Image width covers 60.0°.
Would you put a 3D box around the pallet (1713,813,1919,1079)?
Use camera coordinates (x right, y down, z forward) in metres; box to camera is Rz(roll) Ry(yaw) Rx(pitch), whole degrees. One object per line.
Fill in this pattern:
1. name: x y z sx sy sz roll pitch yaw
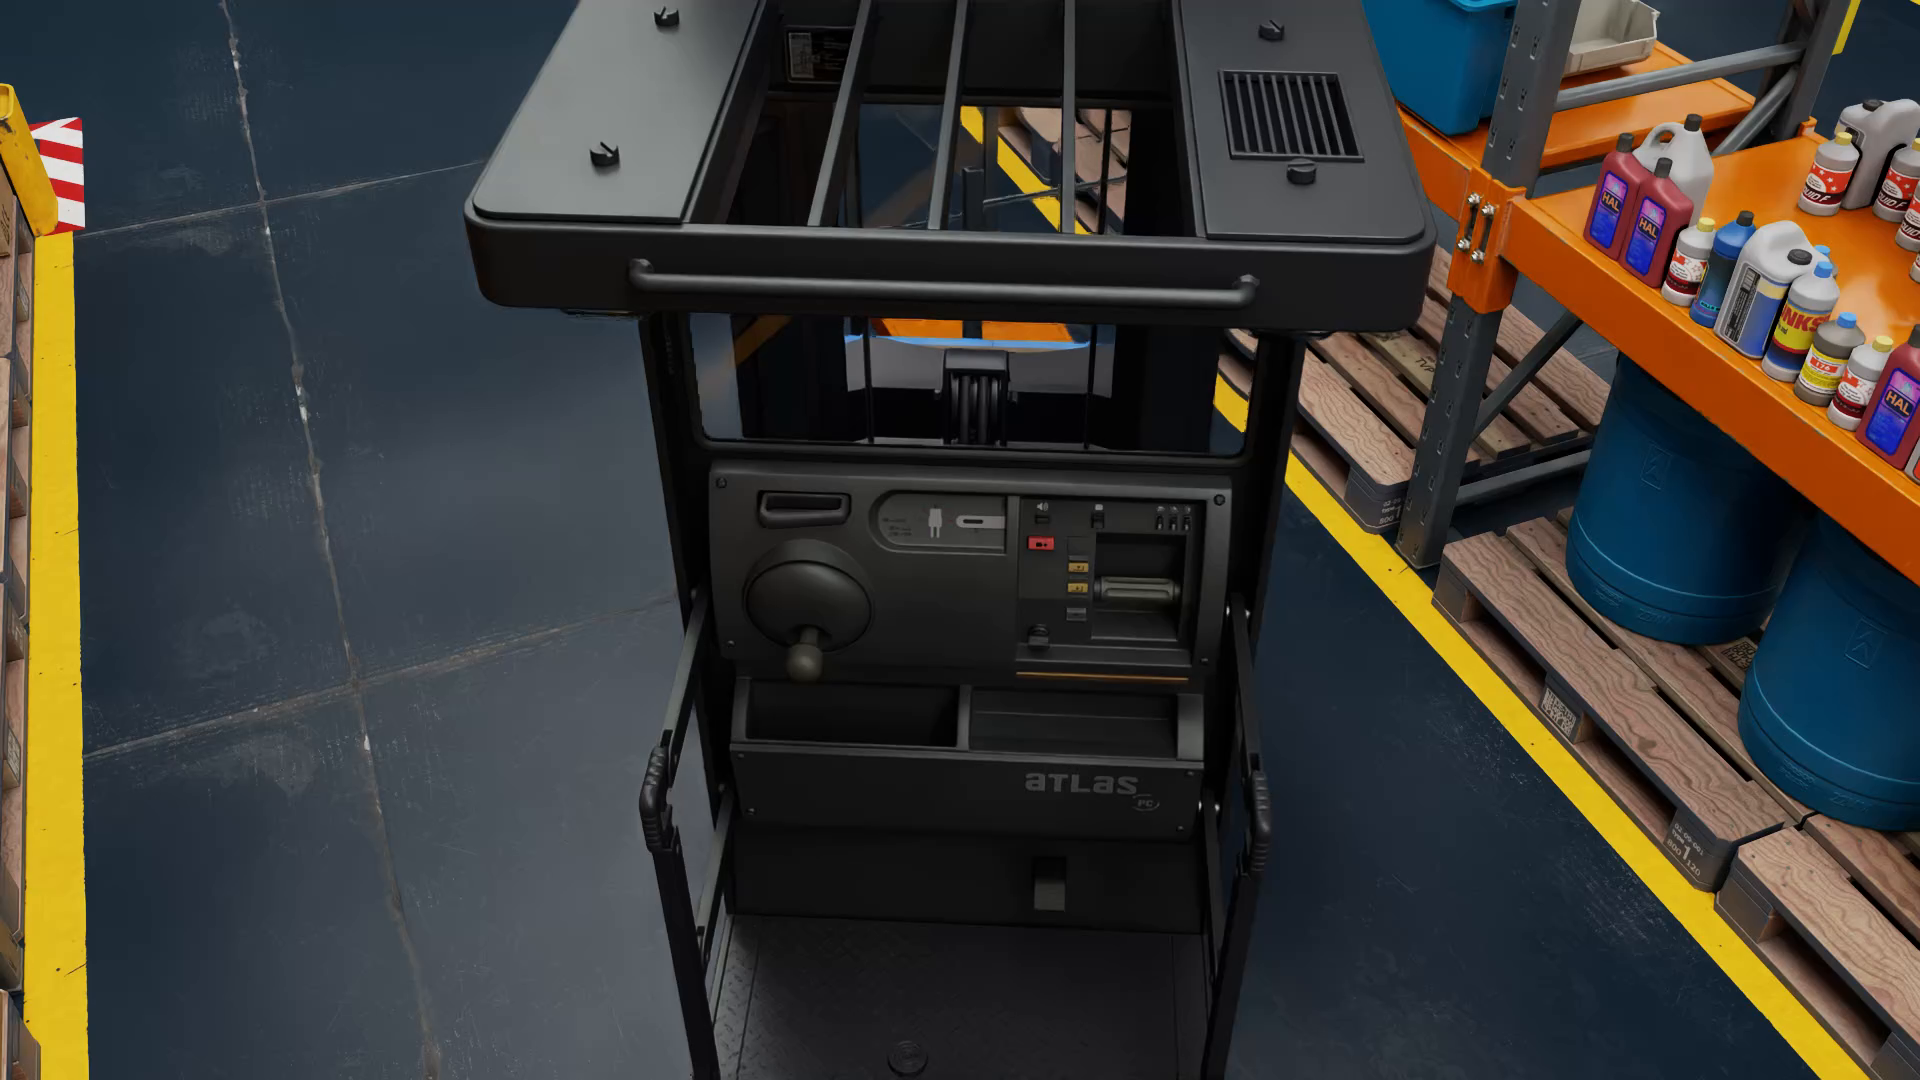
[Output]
1. pallet: 2.574 1.070 3.844 1.003 0.211 1.213 -15 43 -17

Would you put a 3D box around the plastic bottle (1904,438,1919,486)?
1. plastic bottle: 2.026 -0.220 3.301 0.152 0.276 0.135 -15 43 -17

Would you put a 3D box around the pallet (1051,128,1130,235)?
1. pallet: 1.058 -1.311 6.613 1.003 0.211 1.213 -15 43 -17

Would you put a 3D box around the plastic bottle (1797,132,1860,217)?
1. plastic bottle: 2.188 -0.925 4.177 0.097 0.201 0.097 0 41 0

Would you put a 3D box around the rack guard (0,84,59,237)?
1. rack guard: -4.233 -1.382 6.473 1.175 0.500 0.348 -15 43 -17

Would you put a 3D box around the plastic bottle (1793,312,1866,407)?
1. plastic bottle: 1.868 -0.394 3.560 0.097 0.201 0.097 0 41 0

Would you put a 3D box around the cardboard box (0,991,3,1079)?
1. cardboard box: -2.278 1.041 3.318 0.500 0.500 0.500 -15 43 -17

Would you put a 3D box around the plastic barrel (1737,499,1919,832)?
1. plastic barrel: 2.310 0.196 4.009 0.600 0.901 0.708 -15 43 -17

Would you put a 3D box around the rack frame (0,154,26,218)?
1. rack frame: -4.262 -2.375 5.711 1.000 3.000 0.127 -15 43 -17

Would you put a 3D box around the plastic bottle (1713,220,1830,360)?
1. plastic bottle: 1.811 -0.558 3.693 0.152 0.276 0.135 -15 43 -17

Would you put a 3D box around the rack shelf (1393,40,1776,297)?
1. rack shelf: 1.081 -2.131 5.979 1.077 0.370 4.000 -15 43 -17

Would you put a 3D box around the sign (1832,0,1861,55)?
1. sign: 2.355 -1.440 4.412 0.100 0.325 0.005 -15 43 -17

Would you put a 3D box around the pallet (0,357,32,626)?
1. pallet: -3.464 -0.058 5.156 1.003 0.211 1.213 -15 43 -17

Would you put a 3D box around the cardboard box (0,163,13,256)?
1. cardboard box: -3.826 -1.328 6.073 0.500 0.500 0.500 -15 43 -17

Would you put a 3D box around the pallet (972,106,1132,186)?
1. pallet: 0.595 -2.045 7.466 1.003 0.211 1.213 -15 43 -17

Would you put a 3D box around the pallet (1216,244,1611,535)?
1. pallet: 1.529 -0.575 5.757 1.003 0.211 1.213 -15 43 -17

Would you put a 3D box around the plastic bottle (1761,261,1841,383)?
1. plastic bottle: 1.830 -0.479 3.605 0.097 0.271 0.097 0 41 0

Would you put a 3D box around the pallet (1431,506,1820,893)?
1. pallet: 2.103 0.334 4.700 1.003 0.211 1.213 -15 43 -17

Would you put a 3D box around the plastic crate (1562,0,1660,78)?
1. plastic crate: 1.800 -1.438 4.778 0.396 0.136 0.243 -15 43 -17

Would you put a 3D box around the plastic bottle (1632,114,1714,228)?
1. plastic bottle: 1.697 -0.863 3.991 0.144 0.351 0.185 -15 43 -17

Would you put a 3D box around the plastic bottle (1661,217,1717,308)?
1. plastic bottle: 1.704 -0.651 3.859 0.097 0.201 0.097 0 41 0

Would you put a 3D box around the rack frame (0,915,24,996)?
1. rack frame: -2.732 0.035 2.909 1.000 3.000 0.127 -15 43 -17

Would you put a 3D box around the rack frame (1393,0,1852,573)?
1. rack frame: 1.846 -1.199 4.344 1.000 3.000 0.127 -15 43 -17

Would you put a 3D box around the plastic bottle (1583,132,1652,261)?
1. plastic bottle: 1.592 -0.827 4.001 0.061 0.283 0.133 -15 43 -17

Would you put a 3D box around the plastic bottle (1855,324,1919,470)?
1. plastic bottle: 1.932 -0.292 3.379 0.061 0.283 0.133 -15 43 -17

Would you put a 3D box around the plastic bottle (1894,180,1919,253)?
1. plastic bottle: 2.360 -0.808 4.042 0.097 0.201 0.097 0 41 0

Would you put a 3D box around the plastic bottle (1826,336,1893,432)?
1. plastic bottle: 1.905 -0.335 3.492 0.097 0.201 0.097 0 41 0

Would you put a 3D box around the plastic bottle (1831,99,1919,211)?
1. plastic bottle: 2.296 -0.995 4.202 0.152 0.276 0.135 -15 43 -17

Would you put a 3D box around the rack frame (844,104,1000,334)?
1. rack frame: -0.118 -1.000 5.262 0.500 1.500 0.032 -14 43 -16

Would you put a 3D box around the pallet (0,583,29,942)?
1. pallet: -2.994 0.678 4.300 1.003 0.211 1.213 -15 43 -17

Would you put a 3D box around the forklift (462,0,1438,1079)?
1. forklift: 0.005 0.148 2.830 1.130 2.935 3.031 2 41 2

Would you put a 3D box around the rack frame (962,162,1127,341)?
1. rack frame: 0.245 -0.380 4.542 0.500 1.500 0.032 -14 43 -16

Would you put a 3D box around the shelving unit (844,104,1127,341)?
1. shelving unit: 0.060 -0.696 4.909 0.587 1.500 1.083 -14 43 -16

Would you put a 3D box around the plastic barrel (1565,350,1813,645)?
1. plastic barrel: 2.039 -0.231 4.505 0.600 0.901 0.708 -15 43 -17

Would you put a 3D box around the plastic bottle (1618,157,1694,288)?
1. plastic bottle: 1.643 -0.747 3.908 0.061 0.283 0.133 -15 43 -17

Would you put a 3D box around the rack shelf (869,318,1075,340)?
1. rack shelf: 0.064 -0.554 5.019 0.538 0.185 1.000 -14 43 -16

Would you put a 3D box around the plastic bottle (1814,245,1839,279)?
1. plastic bottle: 1.919 -0.572 3.767 0.097 0.201 0.097 0 41 0

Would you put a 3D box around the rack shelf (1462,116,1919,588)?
1. rack shelf: 2.611 0.279 3.177 1.077 0.370 4.000 -15 43 -17

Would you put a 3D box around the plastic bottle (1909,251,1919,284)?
1. plastic bottle: 2.327 -0.704 3.921 0.097 0.201 0.097 0 41 0

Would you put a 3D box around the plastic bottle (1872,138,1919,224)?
1. plastic bottle: 2.365 -0.904 4.153 0.097 0.201 0.097 0 41 0

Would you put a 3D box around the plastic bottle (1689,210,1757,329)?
1. plastic bottle: 1.742 -0.619 3.768 0.097 0.271 0.097 0 41 0

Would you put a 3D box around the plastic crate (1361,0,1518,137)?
1. plastic crate: 1.352 -1.412 4.557 0.392 0.384 0.575 -15 43 -17

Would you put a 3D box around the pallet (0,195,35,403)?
1. pallet: -3.927 -0.792 6.009 1.003 0.211 1.213 -15 43 -17

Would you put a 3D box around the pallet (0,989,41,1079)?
1. pallet: -2.385 1.572 3.260 1.003 0.211 1.213 -15 43 -17
